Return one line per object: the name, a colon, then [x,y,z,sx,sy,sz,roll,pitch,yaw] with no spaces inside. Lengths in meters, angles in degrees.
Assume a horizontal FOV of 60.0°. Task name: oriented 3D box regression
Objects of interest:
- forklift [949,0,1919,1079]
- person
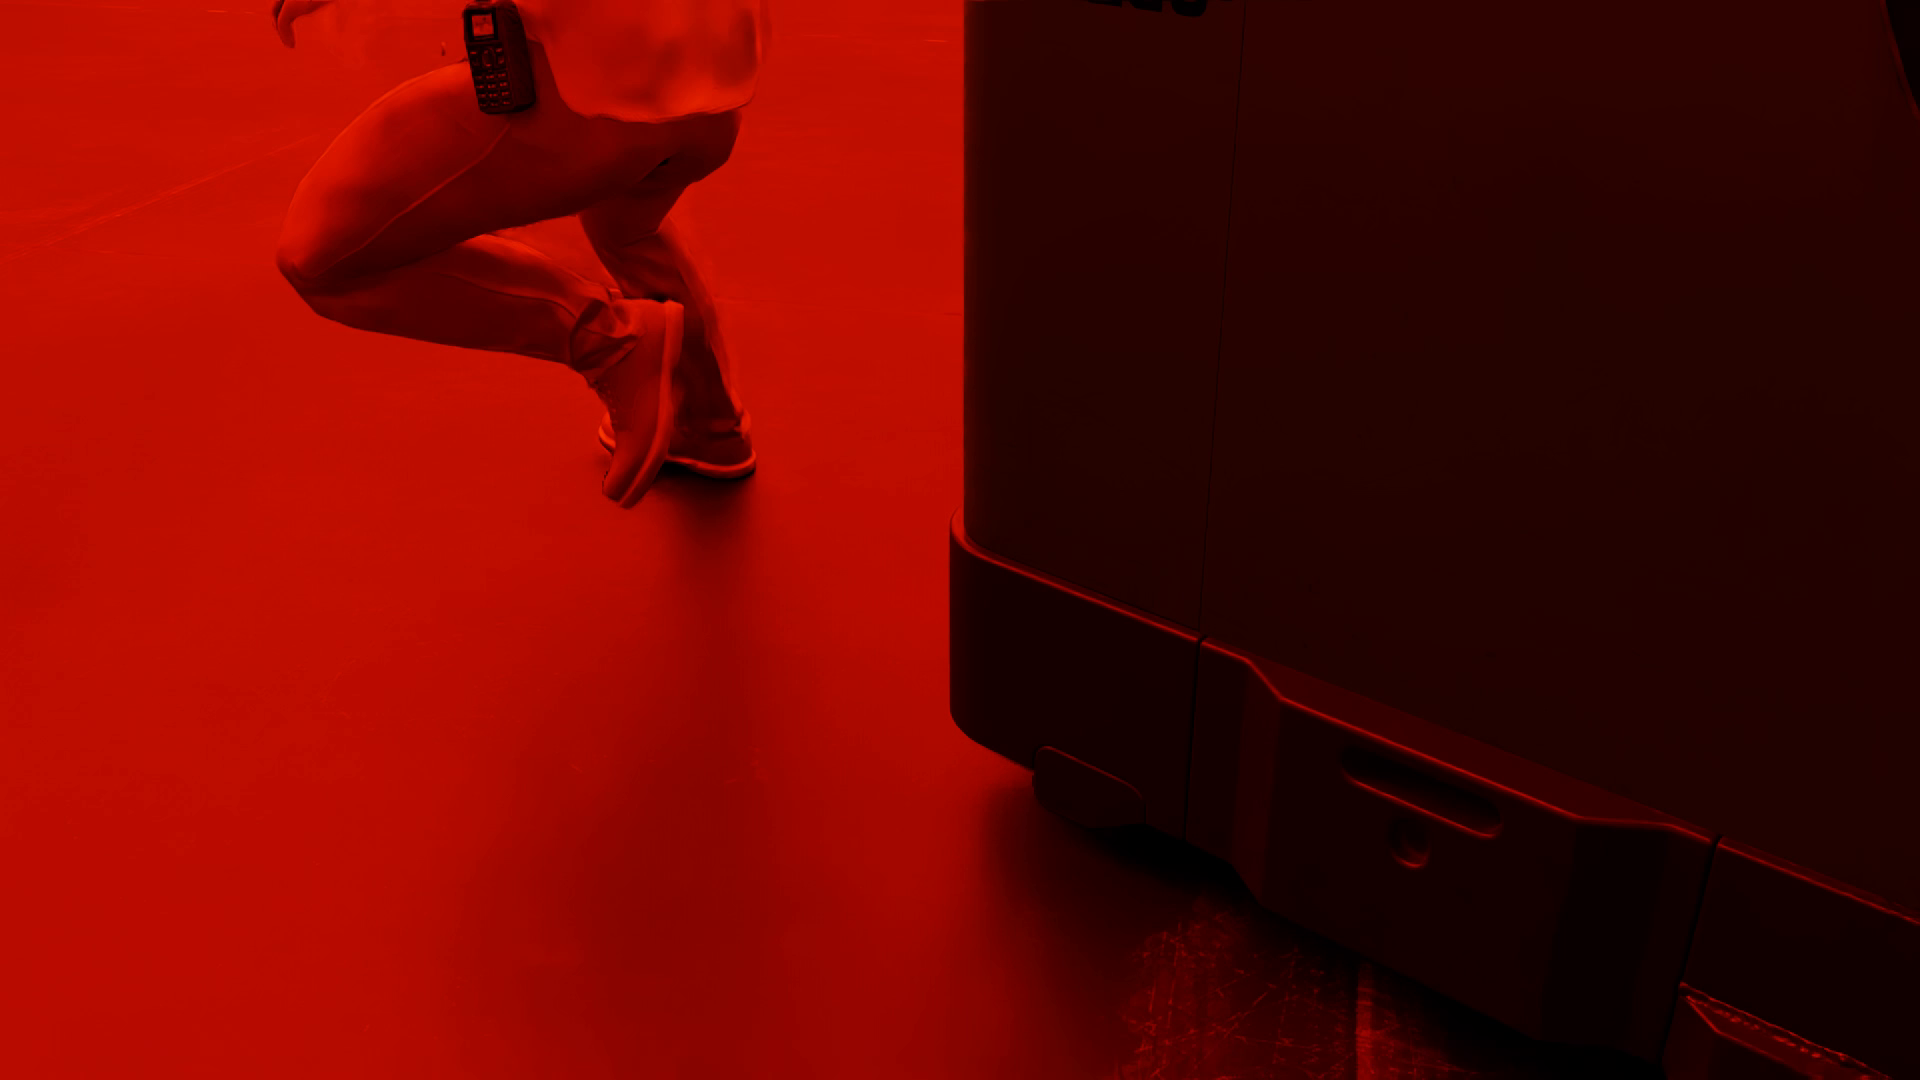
forklift: [1.435,-0.778,0.787,3.031,2.935,1.130,21,34,36]
person: [-0.543,-0.653,2.131,0.696,1.486,0.770,13,29,24]
